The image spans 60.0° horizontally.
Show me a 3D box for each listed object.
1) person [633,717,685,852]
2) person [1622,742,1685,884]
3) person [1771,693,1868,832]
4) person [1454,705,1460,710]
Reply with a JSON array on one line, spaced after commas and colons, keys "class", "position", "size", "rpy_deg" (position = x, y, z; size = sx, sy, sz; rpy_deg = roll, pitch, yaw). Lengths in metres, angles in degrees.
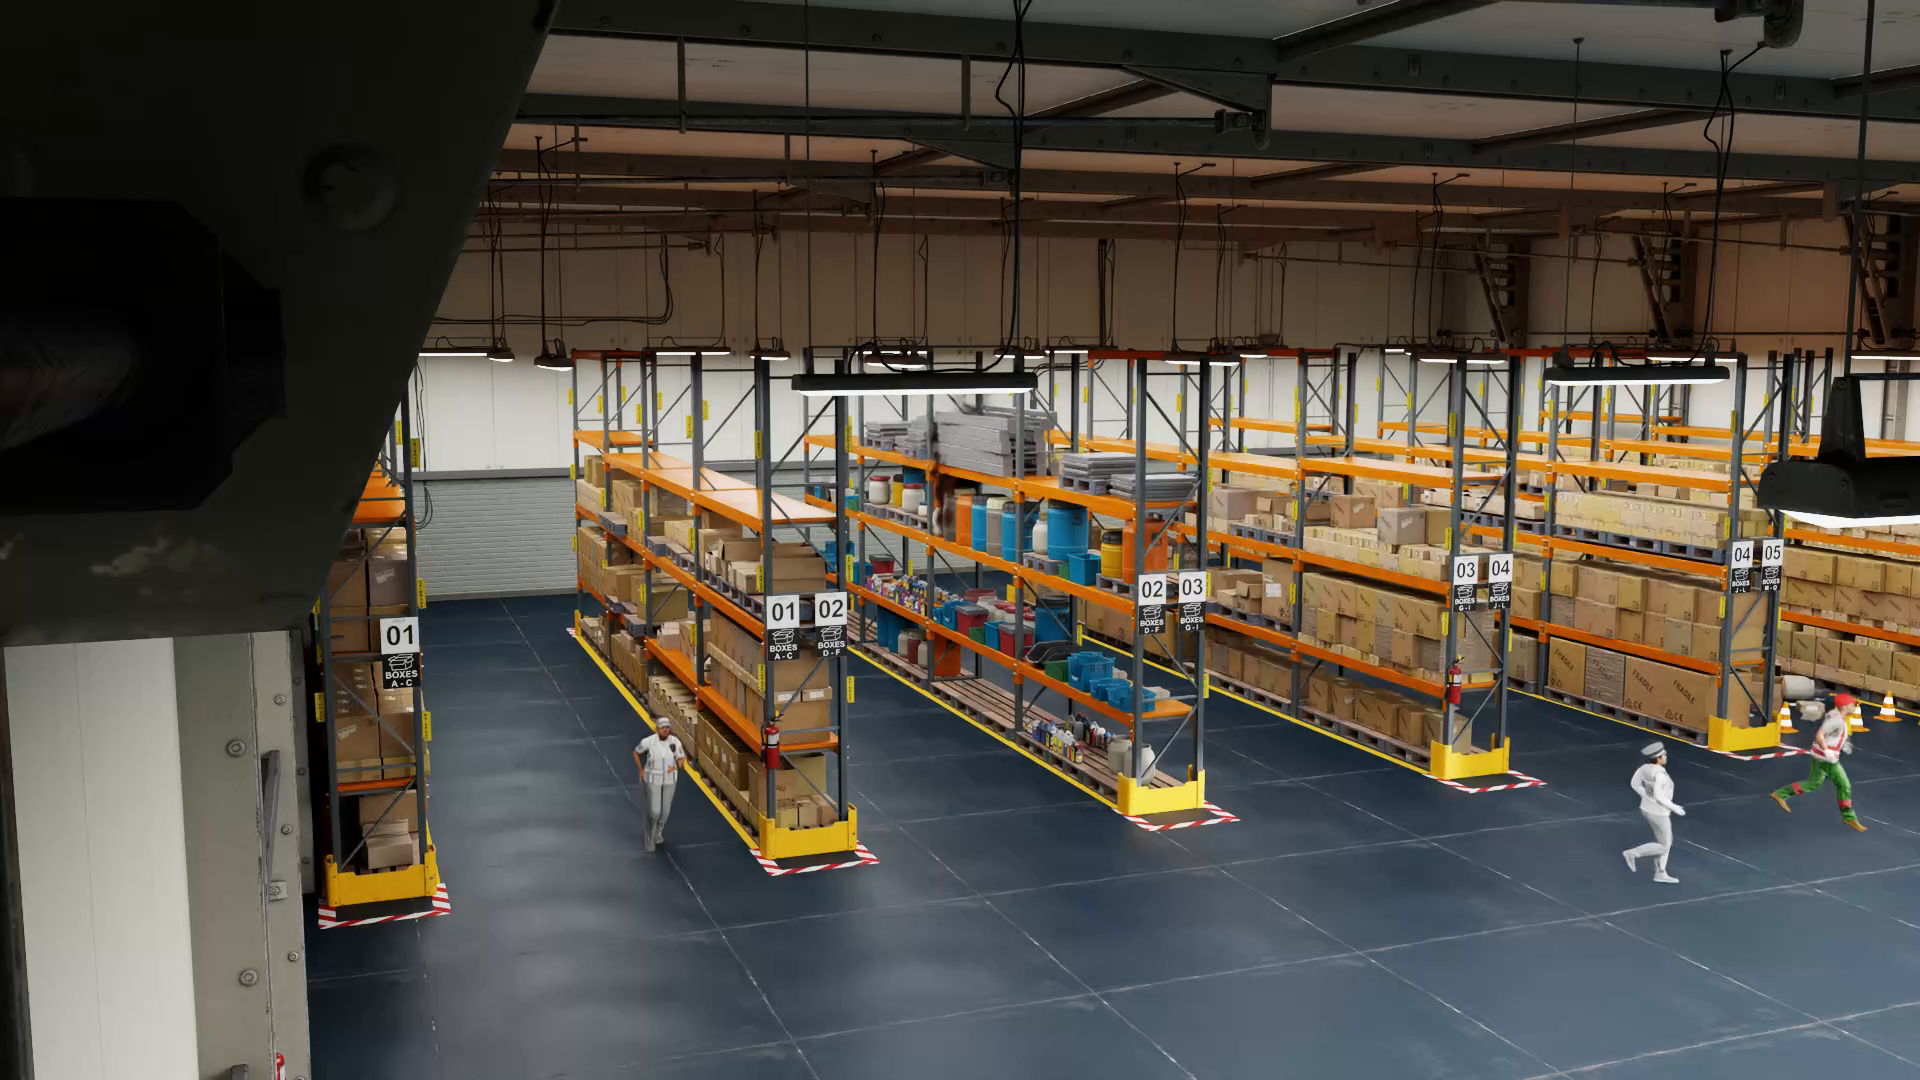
[{"class": "person", "position": [-3.682, 3.006, 20.484], "size": [0.597, 1.678, 0.651], "rpy_deg": [-3, 8, -23]}, {"class": "person", "position": [7.963, 3.142, 19.155], "size": [0.696, 1.671, 0.617], "rpy_deg": [0, 7, -2]}, {"class": "person", "position": [11.063, 2.817, 21.341], "size": [1.136, 1.773, 0.659], "rpy_deg": [3, 8, 20]}, {"class": "person", "position": [8.316, 1.986, 28.067], "size": [0.682, 1.744, 0.598], "rpy_deg": [-4, 8, -28]}]
